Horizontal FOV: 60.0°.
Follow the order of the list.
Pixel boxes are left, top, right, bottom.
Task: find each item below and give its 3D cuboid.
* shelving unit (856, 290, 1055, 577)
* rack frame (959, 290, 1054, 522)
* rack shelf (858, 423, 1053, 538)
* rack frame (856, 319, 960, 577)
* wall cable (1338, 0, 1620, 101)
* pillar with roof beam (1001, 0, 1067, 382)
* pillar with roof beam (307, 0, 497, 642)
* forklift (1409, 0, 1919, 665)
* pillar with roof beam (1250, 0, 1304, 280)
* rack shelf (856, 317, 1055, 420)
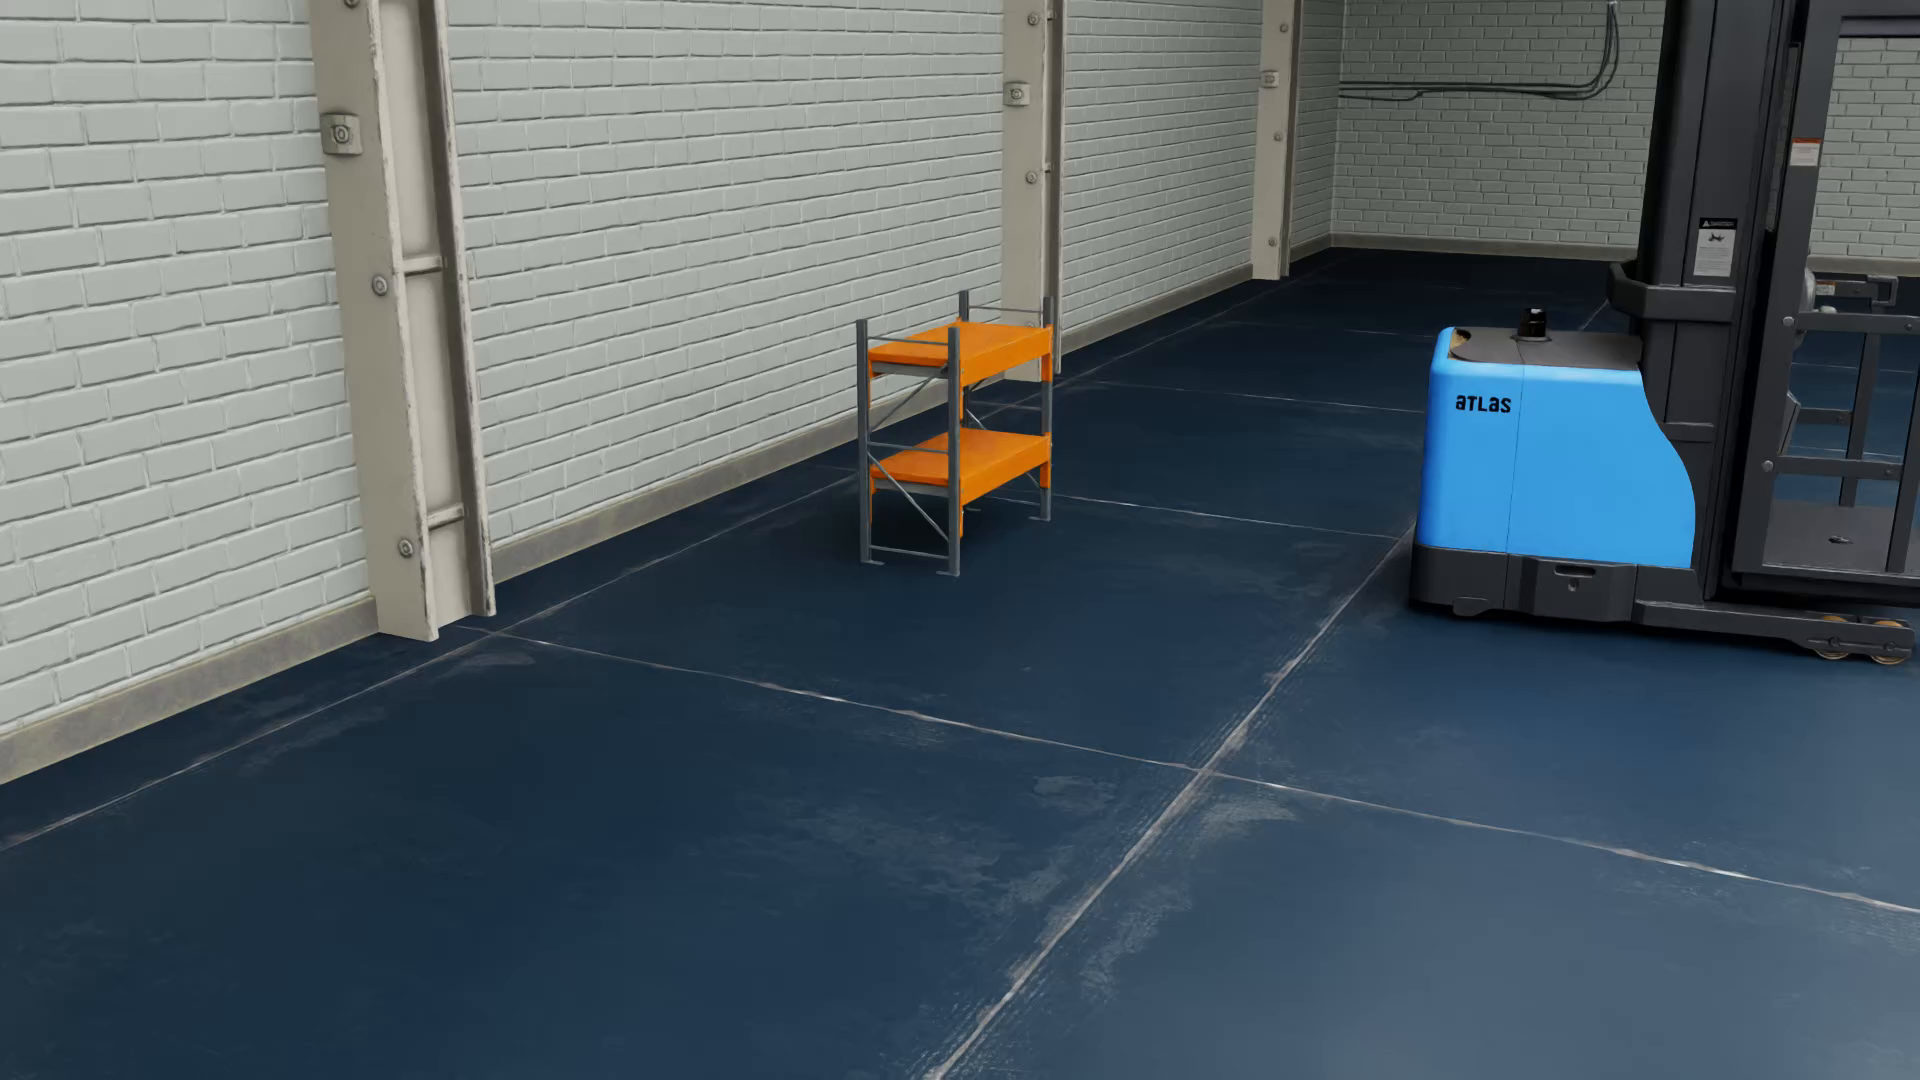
[{"bbox_3d":[-0.003,-0.537,7.858,0.538,1.125,1.048,8,18,25],"label":"shelving unit"},{"bbox_3d":[0.224,-0.667,8.294,0.500,1.125,0.032,8,18,25],"label":"rack frame"},{"bbox_3d":[-0.003,-0.303,7.928,0.538,0.278,1.000,8,18,25],"label":"rack shelf"},{"bbox_3d":[-0.230,-0.408,7.422,0.500,1.125,0.032,8,18,25],"label":"rack frame"},{"bbox_3d":[5.692,-6.126,18.298,3.097,2.526,0.112,8,18,25],"label":"wall cable"},{"bbox_3d":[4.363,-4.956,8.906,9.100,9.000,0.400,8,18,25],"label":"pillar with roof beam"},{"bbox_3d":[1.682,-3.428,3.761,9.100,9.000,0.400,8,18,25],"label":"pillar with roof beam"},{"bbox_3d":[3.462,-1.094,6.560,3.031,2.935,1.130,5,17,17],"label":"forklift"},{"bbox_3d":[7.044,-6.485,14.052,9.100,9.000,0.400,8,18,25],"label":"pillar with roof beam"},{"bbox_3d":[-0.003,-0.818,7.775,0.538,0.278,1.000,8,18,25],"label":"rack shelf"}]
